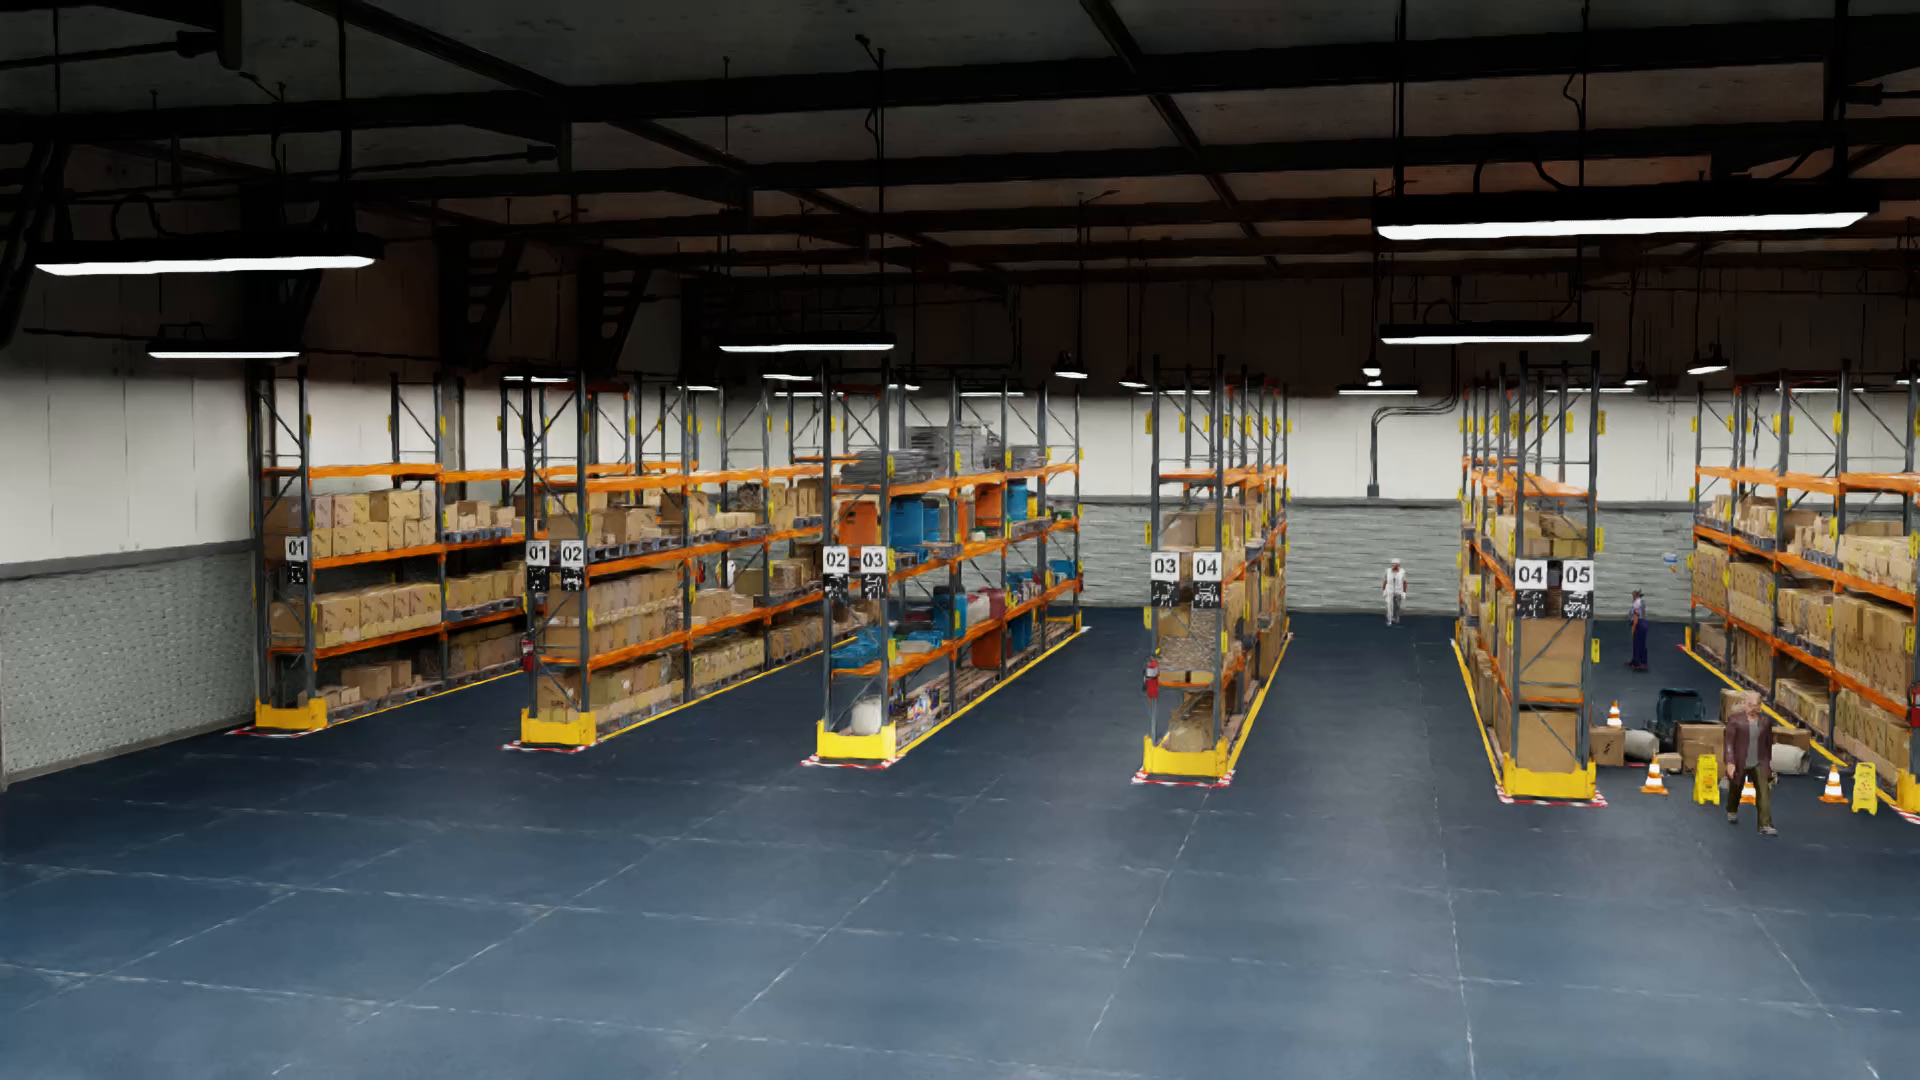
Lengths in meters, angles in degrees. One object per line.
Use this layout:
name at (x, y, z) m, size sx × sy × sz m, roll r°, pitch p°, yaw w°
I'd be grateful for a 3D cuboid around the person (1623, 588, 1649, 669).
person at (13.949, 1.807, 34.267) m, size 0.540 × 1.645 × 0.591 m, roll 3°, pitch 5°, yaw 33°

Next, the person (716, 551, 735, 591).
person at (-6.209, 1.129, 43.828) m, size 0.620 × 1.715 × 0.715 m, roll -3°, pitch 5°, yaw -32°

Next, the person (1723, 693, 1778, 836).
person at (9.716, 2.722, 20.481) m, size 0.601 × 1.698 × 1.195 m, roll 1°, pitch 4°, yaw 12°

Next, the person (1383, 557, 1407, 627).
person at (10.844, 1.279, 41.445) m, size 0.563 × 1.707 × 1.127 m, roll 1°, pitch 4°, yaw 12°
